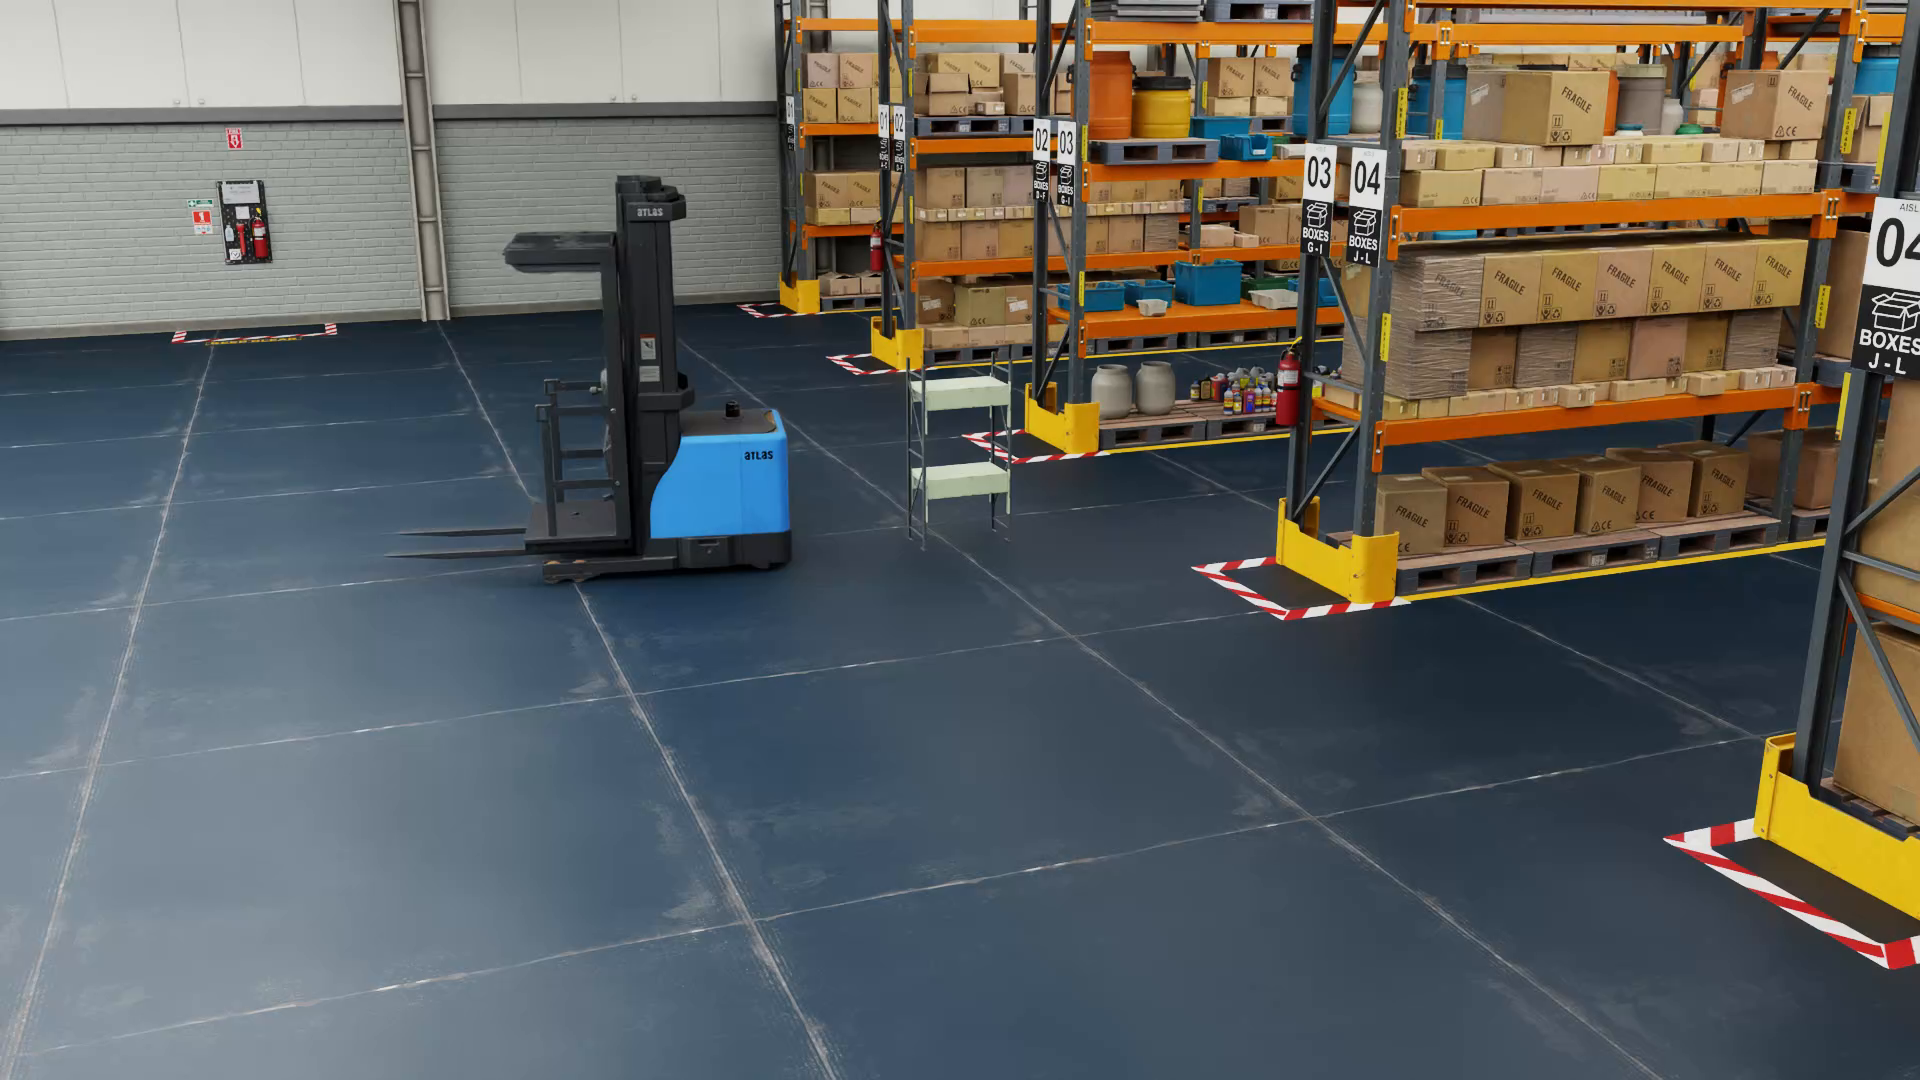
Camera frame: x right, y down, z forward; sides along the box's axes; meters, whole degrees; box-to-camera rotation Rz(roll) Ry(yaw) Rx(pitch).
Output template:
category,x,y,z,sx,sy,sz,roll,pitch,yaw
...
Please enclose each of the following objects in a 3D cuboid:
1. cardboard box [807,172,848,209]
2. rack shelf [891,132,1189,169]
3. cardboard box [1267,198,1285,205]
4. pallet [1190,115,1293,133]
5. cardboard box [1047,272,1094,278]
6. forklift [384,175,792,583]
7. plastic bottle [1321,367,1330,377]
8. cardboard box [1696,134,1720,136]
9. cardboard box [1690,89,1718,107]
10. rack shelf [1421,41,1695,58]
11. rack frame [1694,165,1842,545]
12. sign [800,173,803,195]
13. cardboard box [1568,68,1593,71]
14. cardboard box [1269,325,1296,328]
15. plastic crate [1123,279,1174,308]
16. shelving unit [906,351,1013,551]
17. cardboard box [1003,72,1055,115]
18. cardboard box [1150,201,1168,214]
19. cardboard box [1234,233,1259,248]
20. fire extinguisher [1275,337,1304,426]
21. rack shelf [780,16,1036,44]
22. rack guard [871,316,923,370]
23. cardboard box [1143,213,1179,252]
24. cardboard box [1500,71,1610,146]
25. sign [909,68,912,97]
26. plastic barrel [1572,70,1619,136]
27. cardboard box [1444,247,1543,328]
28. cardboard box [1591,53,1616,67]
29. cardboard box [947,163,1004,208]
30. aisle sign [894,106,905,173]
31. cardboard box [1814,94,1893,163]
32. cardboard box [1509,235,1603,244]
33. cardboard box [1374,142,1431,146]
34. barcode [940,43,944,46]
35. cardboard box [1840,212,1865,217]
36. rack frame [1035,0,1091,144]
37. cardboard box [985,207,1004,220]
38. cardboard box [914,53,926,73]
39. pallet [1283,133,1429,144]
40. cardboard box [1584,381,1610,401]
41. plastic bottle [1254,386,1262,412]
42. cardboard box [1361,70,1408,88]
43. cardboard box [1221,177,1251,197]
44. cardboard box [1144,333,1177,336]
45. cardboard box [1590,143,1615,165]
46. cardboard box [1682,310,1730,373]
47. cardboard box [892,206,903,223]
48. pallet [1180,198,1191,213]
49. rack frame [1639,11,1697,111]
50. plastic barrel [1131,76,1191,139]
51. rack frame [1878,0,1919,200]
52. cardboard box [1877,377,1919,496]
category,x,y,z,sx,sy,sz,roll,pitch,yaw
cardboard box,-2.012,-5.310,25.257,0.500,0.500,0.500,-6,17,-20
rack shelf,1.078,-5.036,21.378,4.000,0.370,1.077,-6,17,-20
cardboard box,5.295,-5.712,28.135,0.250,0.149,0.380,-6,18,-21
pallet,3.765,-5.584,22.305,1.217,0.209,0.805,-7,18,-22
cardboard box,1.467,-3.321,22.387,0.500,0.500,0.500,-6,17,-20
forklift,-2.863,-1.241,12.622,3.031,2.935,1.130,-3,17,-10
plastic bottle,4.007,-1.764,18.320,0.133,0.283,0.061,-6,17,-20
cardboard box,6.073,-3.144,13.216,0.250,0.149,0.380,-7,18,-22
cardboard box,10.959,-6.541,24.605,0.500,0.250,0.500,-6,17,-20
rack shelf,8.548,-7.090,23.759,4.000,0.370,1.077,-6,17,-20
rack frame,6.487,-1.537,13.509,0.127,3.000,1.000,-6,17,-20
sign,-2.371,-5.316,24.842,0.005,0.325,0.100,-6,17,-20
cardboard box,8.675,-6.521,24.056,0.600,0.600,0.600,-7,18,-22
cardboard box,4.371,-3.106,22.986,0.500,0.250,0.500,-7,18,-22
plastic crate,1.948,-2.559,17.252,0.408,0.251,0.499,-6,17,-20
shelving unit,-0.006,-0.719,13.385,0.755,1.500,0.431,-6,17,-20
cardboard box,0.859,-5.592,20.823,0.500,0.500,0.500,-6,17,-20
cardboard box,2.537,-4.395,21.912,0.250,0.149,0.380,-7,18,-21
cardboard box,3.846,-4.059,22.543,0.250,0.149,0.380,-6,17,-20
fire extinguisher,2.480,-1.207,12.520,0.183,0.674,0.296,-6,17,-20
rack shelf,-0.698,-7.777,25.393,4.000,0.370,1.077,-6,17,-20
rack guard,-0.812,-2.539,21.357,0.348,0.500,1.175,-6,17,-20
cardboard box,2.533,-4.146,22.214,0.500,0.500,0.700,-7,18,-22
cardboard box,4.235,-3.082,11.855,0.500,0.500,0.500,-6,17,-20
sign,-0.597,-5.491,19.957,0.005,0.325,0.100,-6,17,-20
plastic barrel,6.994,-4.797,18.525,0.708,0.830,0.600,-6,17,-20
cardboard box,3.832,-1.837,12.049,0.500,0.500,0.500,-6,17,-20
cardboard box,11.318,-8.440,29.705,0.500,0.500,0.500,-6,17,-18
cardboard box,0.190,-4.515,21.168,0.500,0.500,0.700,-7,18,-22
aisle sign,-0.741,-4.901,20.350,0.004,0.787,0.394,-6,17,-20
cardboard box,6.961,-3.249,13.086,0.637,0.503,0.797,-7,18,-23
cardboard box,4.579,-2.075,12.860,0.500,0.500,0.500,-6,17,-20
cardboard box,3.184,-2.798,12.038,0.250,0.149,0.380,-7,18,-22
barcode,-0.282,-7.771,26.041,0.075,0.075,0.001,-6,17,-20
cardboard box,13.830,-5.285,26.094,0.500,0.500,0.500,-6,17,-18
rack frame,0.979,-5.316,15.728,0.127,3.000,1.000,-6,17,-20
cardboard box,0.369,-4.160,21.111,0.250,0.149,0.380,-6,18,-21
cardboard box,-0.810,-7.283,25.764,0.500,0.500,0.500,-6,17,-20
pallet,4.076,-4.091,17.216,1.003,0.211,1.213,-6,17,-20
cardboard box,4.724,-1.165,12.688,0.250,0.149,0.380,-6,17,-20
plastic bottle,3.104,-1.474,17.357,0.097,0.271,0.097,0,16,0
cardboard box,7.282,-7.819,28.618,0.500,0.500,0.700,-7,18,-21
cardboard box,4.469,-6.059,27.950,0.500,0.500,0.700,-8,18,-27
cardboard box,2.591,-2.922,22.359,0.500,0.250,0.500,-6,17,-20
cardboard box,4.535,-2.819,12.109,0.250,0.149,0.380,-6,18,-21
cardboard box,5.565,-1.658,13.214,0.500,0.500,0.875,-6,17,-20
cardboard box,-1.039,-5.053,25.712,0.500,0.250,0.500,-6,18,-21
pallet,3.071,-5.548,27.507,1.213,0.211,1.003,-6,17,-20
rack frame,10.416,-7.829,24.288,0.127,3.000,1.000,-6,17,-20
plastic barrel,1.998,-4.316,16.571,0.600,0.588,0.600,0,16,0
rack frame,4.432,-2.697,6.812,0.127,3.000,1.000,-6,17,-20
cardboard box,4.792,-0.436,7.577,0.550,0.550,0.875,-6,17,-20
